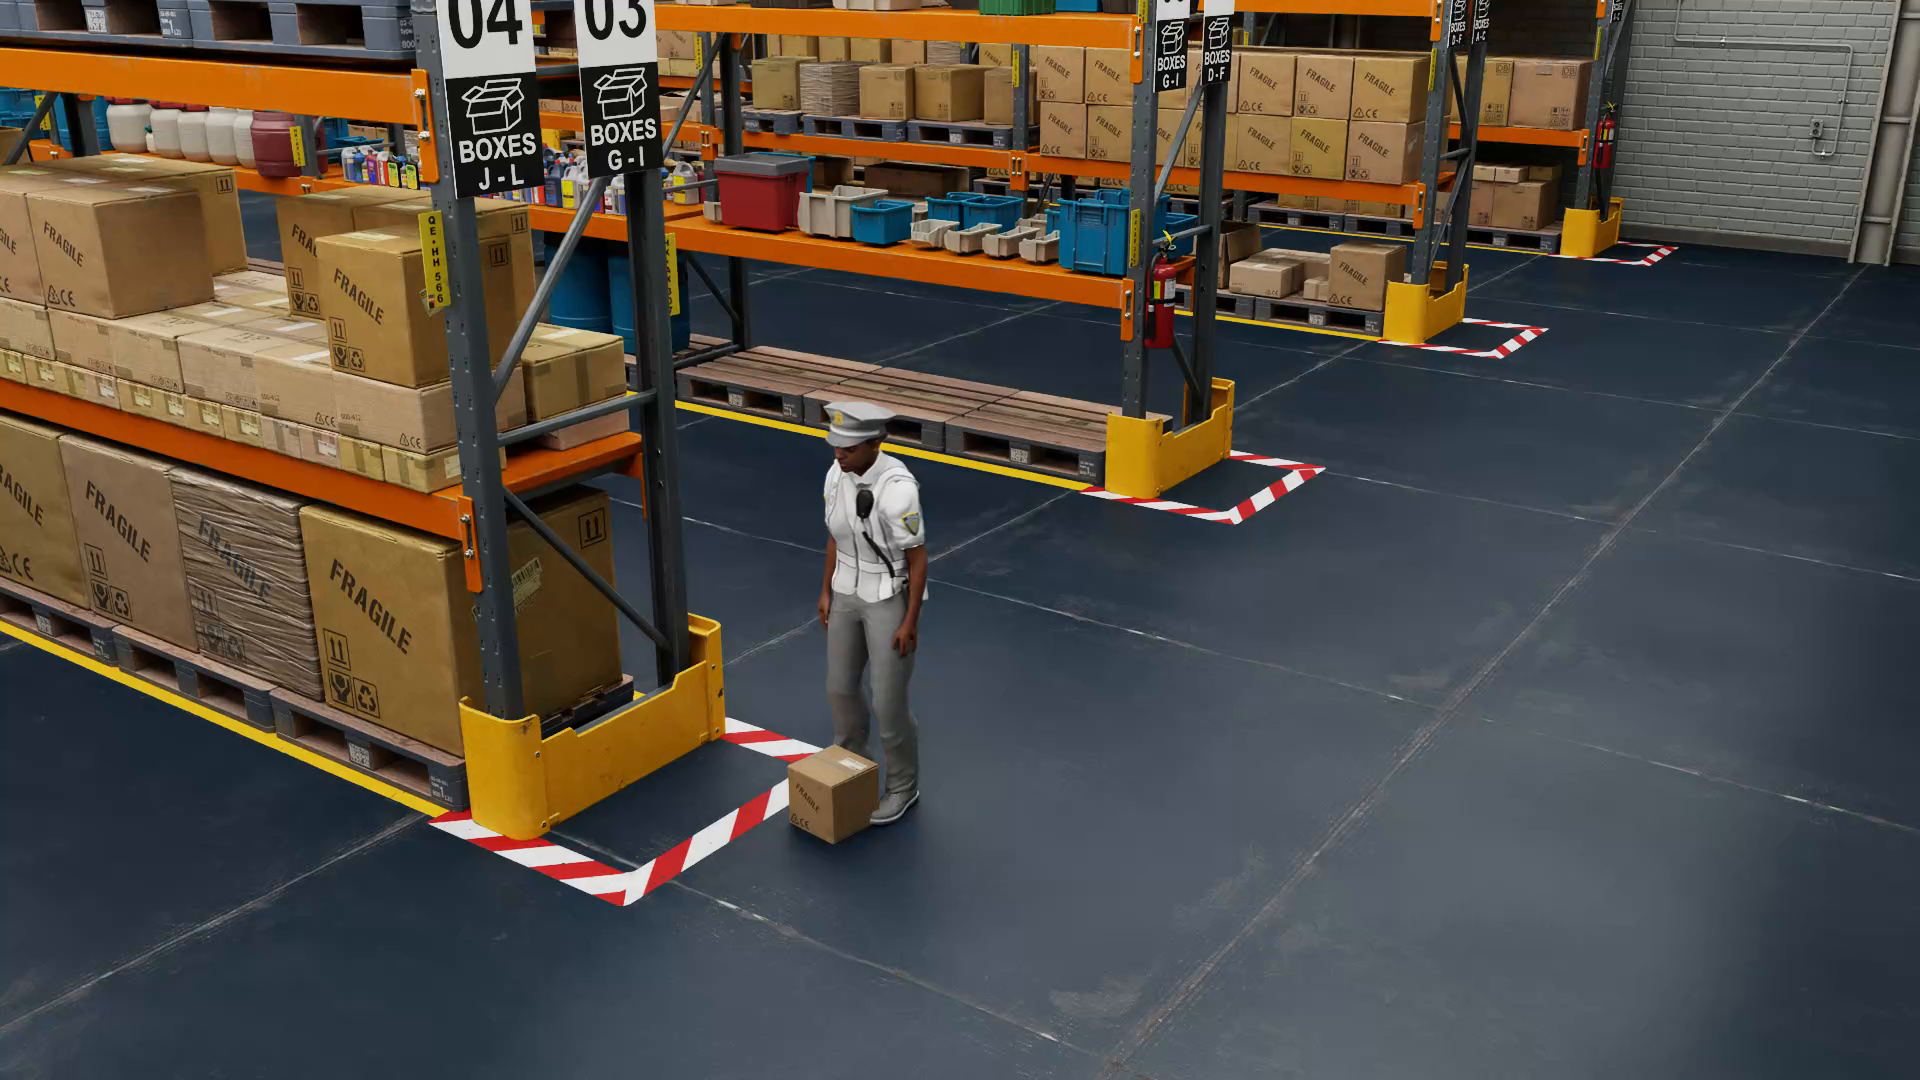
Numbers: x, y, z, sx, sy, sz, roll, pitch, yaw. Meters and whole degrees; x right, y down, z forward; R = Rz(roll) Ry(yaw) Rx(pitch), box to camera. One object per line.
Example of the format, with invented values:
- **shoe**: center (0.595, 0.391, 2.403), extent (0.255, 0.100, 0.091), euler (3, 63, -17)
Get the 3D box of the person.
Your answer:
- **person**: center (-0.346, 0.258, 6.364), extent (0.512, 1.657, 0.399), euler (16, 26, 38)
